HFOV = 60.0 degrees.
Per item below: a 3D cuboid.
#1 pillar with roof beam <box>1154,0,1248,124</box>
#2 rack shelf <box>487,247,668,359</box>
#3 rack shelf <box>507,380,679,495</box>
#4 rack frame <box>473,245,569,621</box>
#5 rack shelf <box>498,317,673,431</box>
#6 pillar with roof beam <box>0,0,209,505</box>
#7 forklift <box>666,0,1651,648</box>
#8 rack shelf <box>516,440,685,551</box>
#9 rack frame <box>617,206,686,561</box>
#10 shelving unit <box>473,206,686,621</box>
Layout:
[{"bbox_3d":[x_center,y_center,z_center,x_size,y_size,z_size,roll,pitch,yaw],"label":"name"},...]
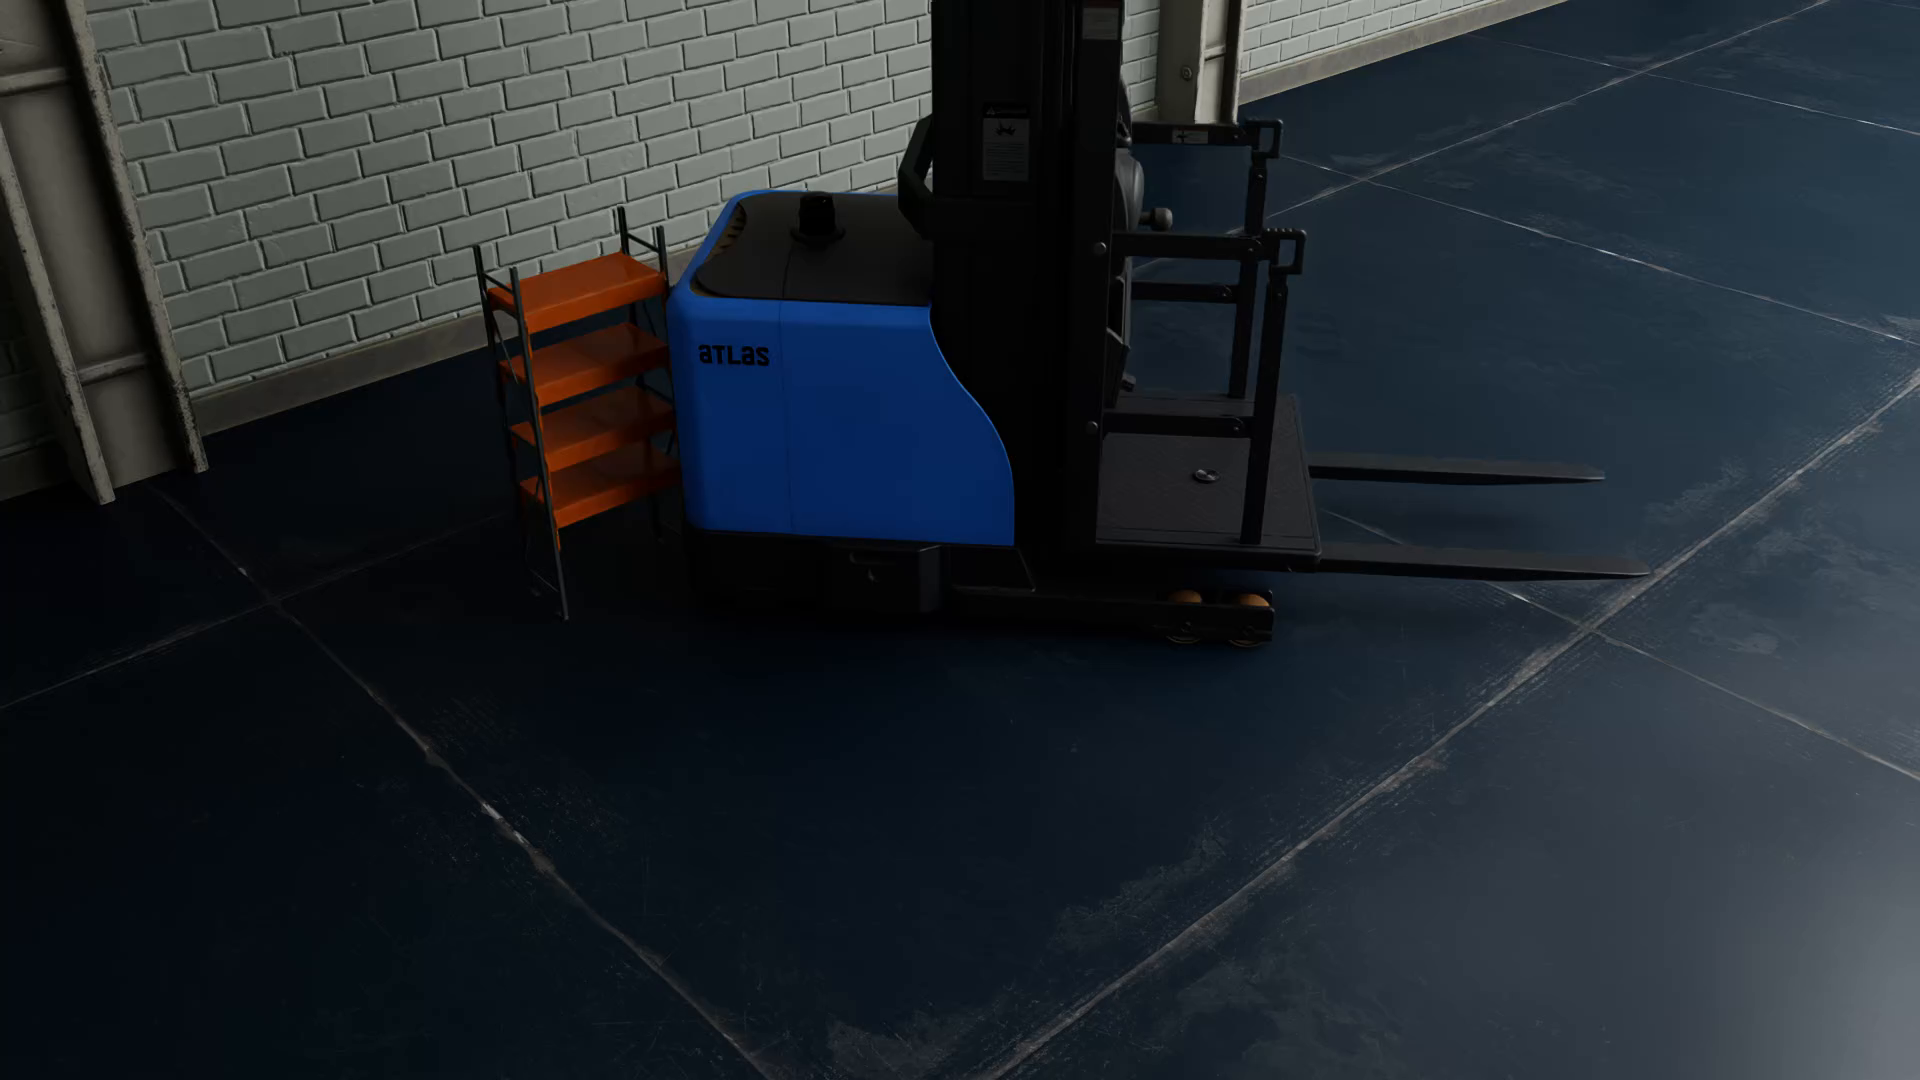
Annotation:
[{"bbox_3d":[4.287,-4.573,4.603,0.400,9.000,9.100,-26,40,-35],"label":"pillar with roof beam"},{"bbox_3d":[-1.156,-0.722,5.028,0.480,0.148,0.258,-25,39,-34],"label":"rack shelf"},{"bbox_3d":[-1.156,-0.329,5.268,0.480,0.148,0.258,-25,39,-34],"label":"rack shelf"},{"bbox_3d":[-1.339,-0.303,5.095,0.015,1.200,0.240,-25,39,-34],"label":"rack frame"},{"bbox_3d":[-1.156,-0.520,5.151,0.480,0.148,0.258,-25,39,-34],"label":"rack shelf"},{"bbox_3d":[-0.113,-2.445,1.123,0.400,9.000,9.100,-26,40,-35],"label":"pillar with roof beam"},{"bbox_3d":[0.667,-1.207,4.914,3.031,2.935,1.130,3,32,5],"label":"forklift"},{"bbox_3d":[-1.156,-0.160,5.371,0.480,0.148,0.258,-25,39,-34],"label":"rack shelf"},{"bbox_3d":[-0.973,-0.471,5.370,0.015,1.200,0.240,-25,39,-34],"label":"rack frame"},{"bbox_3d":[-1.156,-0.387,5.233,0.503,1.200,0.258,-25,39,-34],"label":"shelving unit"}]
